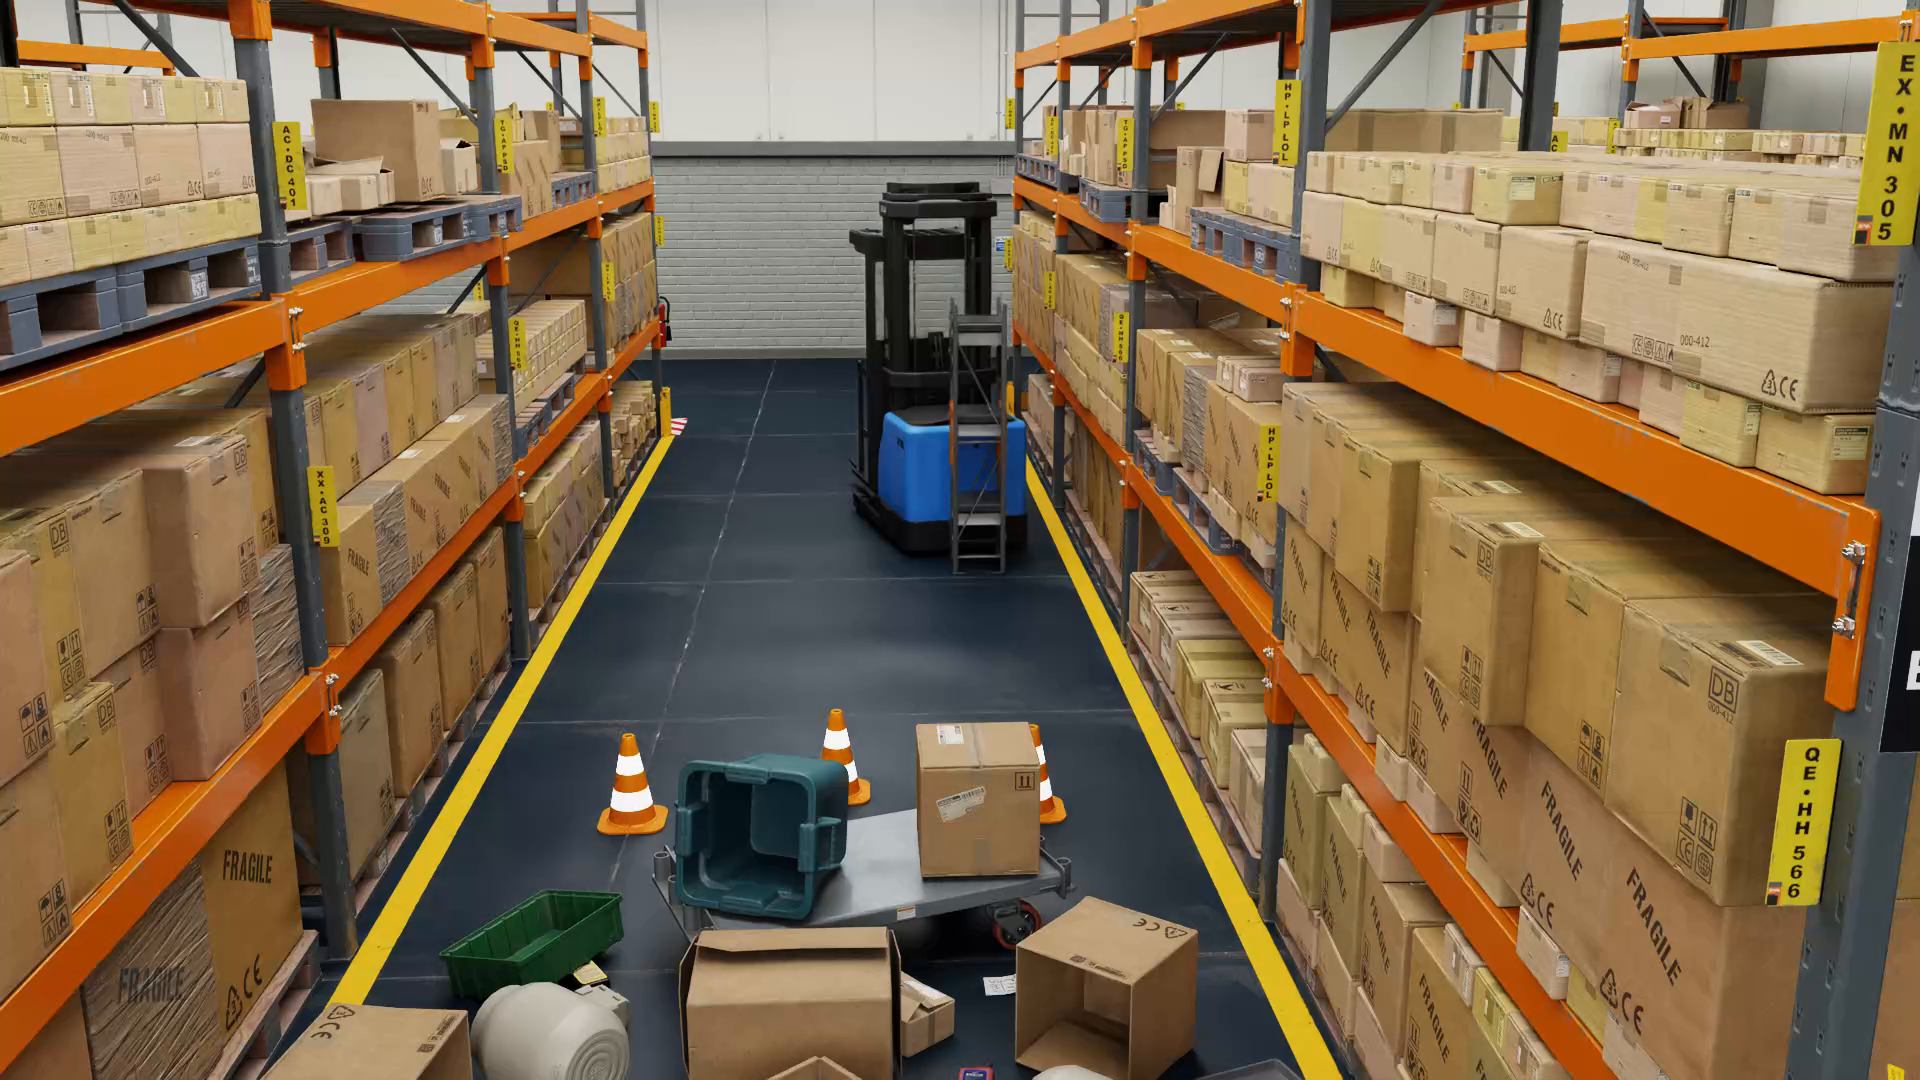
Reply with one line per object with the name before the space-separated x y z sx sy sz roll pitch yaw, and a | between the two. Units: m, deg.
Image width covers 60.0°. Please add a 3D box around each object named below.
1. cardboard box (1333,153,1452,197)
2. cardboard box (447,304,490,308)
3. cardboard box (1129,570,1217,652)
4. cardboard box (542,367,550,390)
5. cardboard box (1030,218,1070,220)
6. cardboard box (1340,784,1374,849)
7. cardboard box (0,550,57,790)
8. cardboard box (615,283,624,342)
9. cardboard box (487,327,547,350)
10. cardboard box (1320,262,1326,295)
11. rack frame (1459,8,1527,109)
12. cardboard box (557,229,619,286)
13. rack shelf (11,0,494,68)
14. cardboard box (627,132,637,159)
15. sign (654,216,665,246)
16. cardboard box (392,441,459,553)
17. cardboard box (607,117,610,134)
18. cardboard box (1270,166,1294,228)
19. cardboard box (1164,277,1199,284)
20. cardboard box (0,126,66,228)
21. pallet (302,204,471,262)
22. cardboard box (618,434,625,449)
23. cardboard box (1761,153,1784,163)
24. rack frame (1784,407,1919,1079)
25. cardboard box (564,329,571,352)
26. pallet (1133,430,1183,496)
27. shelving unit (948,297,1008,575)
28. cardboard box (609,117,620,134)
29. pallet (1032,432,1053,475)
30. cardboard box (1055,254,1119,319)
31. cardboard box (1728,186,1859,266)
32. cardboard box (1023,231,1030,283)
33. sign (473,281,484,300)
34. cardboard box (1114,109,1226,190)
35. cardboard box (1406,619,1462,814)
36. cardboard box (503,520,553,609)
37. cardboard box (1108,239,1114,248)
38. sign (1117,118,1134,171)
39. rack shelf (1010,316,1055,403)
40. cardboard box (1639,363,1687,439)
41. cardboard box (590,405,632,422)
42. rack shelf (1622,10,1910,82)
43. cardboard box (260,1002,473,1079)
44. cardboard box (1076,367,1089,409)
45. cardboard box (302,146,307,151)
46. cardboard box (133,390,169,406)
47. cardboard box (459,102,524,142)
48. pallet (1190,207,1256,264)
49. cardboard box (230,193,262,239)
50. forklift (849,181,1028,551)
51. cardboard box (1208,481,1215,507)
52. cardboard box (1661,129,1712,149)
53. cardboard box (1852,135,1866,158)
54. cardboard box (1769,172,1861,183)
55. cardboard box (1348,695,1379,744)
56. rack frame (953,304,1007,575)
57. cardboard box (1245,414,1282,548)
cardboard box | 1.585 -1.336 6.085 0.380 0.149 0.250 0 14 -2
cardboard box | -3.995 -1.850 13.666 0.380 0.149 0.250 0 14 -2
cardboard box | 1.623 0.448 10.695 0.950 0.372 0.625 -2 15 -7
cardboard box | -3.247 -1.186 12.277 0.380 0.149 0.250 -1 14 -3
cardboard box | 0.914 -3.183 16.867 0.380 0.149 0.250 -1 14 -3
cardboard box | 1.595 0.995 6.009 0.380 0.149 0.250 0 14 -1
cardboard box | -2.850 0.364 4.122 0.875 0.550 0.550 -1 14 -3
cardboard box | -3.401 -2.097 15.361 0.500 0.500 0.500 -1 14 -3
cardboard box | -3.254 -1.475 12.205 0.380 0.149 0.250 0 14 -2
cardboard box | 1.618 -1.016 6.438 0.380 0.149 0.250 -1 14 -4
rack frame | 6.056 -5.734 18.253 1.000 3.000 0.127 -1 14 -3
cardboard box | -3.416 -2.576 15.215 0.500 0.500 0.500 -1 14 -5
rack shelf | -3.212 -2.526 8.031 1.077 0.370 4.000 -1 14 -3
cardboard box | -3.487 -3.907 16.468 0.500 0.250 0.500 -1 14 -3
sign | -3.277 -3.367 18.135 0.100 0.325 0.005 -1 14 -3
cardboard box | -2.944 -0.225 8.680 0.500 0.500 0.500 -1 14 -3
cardboard box | -3.423 -3.805 15.274 0.380 0.149 0.250 -1 14 -5
cardboard box | 1.665 -1.493 7.249 0.500 0.250 0.500 -1 14 -5
cardboard box | 1.755 -1.673 12.301 0.500 0.500 0.500 0 14 -2
cardboard box | -2.709 -0.947 4.327 0.500 0.250 0.500 -1 14 -4
pallet | -3.171 -1.584 8.522 1.003 0.211 1.213 0 14 -1
cardboard box | -3.451 -0.974 16.075 0.380 0.149 0.250 0 14 -1
cardboard box | 6.236 -2.817 12.437 0.380 0.149 0.250 0 14 -2
rack frame | 2.094 1.228 3.234 1.000 3.000 0.127 -1 14 -3
cardboard box | -3.311 -1.590 13.249 0.380 0.149 0.250 -1 14 -5
pallet | 1.749 -0.493 10.308 1.213 0.211 1.003 -1 14 -3
shelving unit | 0.135 -0.811 12.964 0.431 2.100 0.503 -1 14 -3
cardboard box | -3.394 -3.874 15.540 0.380 0.149 0.250 0 14 -1
pallet | 1.303 -0.900 17.102 1.003 0.211 1.213 -1 14 -3
cardboard box | 1.091 -2.175 14.253 0.500 0.500 0.500 -1 14 -3
cardboard box | 1.801 -0.633 3.353 0.380 0.149 0.250 -1 14 -2
cardboard box | 0.927 -2.904 17.085 0.500 0.500 0.500 -1 14 -4
sign | -4.125 -2.064 14.291 0.100 0.325 0.005 -1 14 -3
cardboard box | 1.424 -2.559 10.883 0.797 0.503 0.637 -2 15 -7
cardboard box | 1.719 0.529 5.152 0.500 0.500 0.500 -1 14 -3
cardboard box | -3.125 0.167 11.530 0.500 0.500 0.500 -2 15 -6
cardboard box | 1.558 -2.749 15.183 0.380 0.149 0.250 -1 14 -3
sign | 1.044 -2.496 10.493 0.100 0.325 0.005 -1 14 -3
rack shelf | 1.226 -1.905 16.856 1.077 0.370 4.000 -1 14 -3
cardboard box | 1.762 -0.315 3.717 0.380 0.149 0.250 0 14 -2
cardboard box | -3.470 -1.244 16.525 0.380 0.149 0.250 -1 14 -3
rack shelf | 6.428 -3.700 12.593 1.077 0.370 4.000 -1 14 -3
cardboard box | -1.968 1.914 5.578 0.500 0.500 0.500 2 15 6
cardboard box | 1.185 -1.189 12.930 0.500 0.250 0.500 -1 14 -4
cardboard box | -3.416 -1.759 7.959 0.500 0.311 0.500 -1 14 -5
cardboard box | -8.613 -1.388 16.824 0.875 0.875 0.875 -1 14 -3
cardboard box | -3.173 -2.828 11.240 0.396 0.266 0.258 -1 14 -3
pallet | 1.847 -1.542 8.355 1.213 0.211 1.003 -1 14 -3
cardboard box | -2.747 -1.162 5.965 0.380 0.149 0.250 -1 14 -4
forklift | -0.335 -1.652 14.565 1.130 2.935 3.031 -4 15 -15
cardboard box | 1.490 -0.226 8.547 0.380 0.149 0.250 -1 14 -3
cardboard box | 5.988 -3.287 13.627 0.380 0.149 0.250 -1 14 -4
cardboard box | 6.235 -2.637 11.141 0.380 0.149 0.250 0 14 -2
cardboard box | 2.238 -0.830 4.117 0.380 0.149 0.250 -1 14 -4
cardboard box | 1.640 0.628 6.071 0.380 0.149 0.250 0 14 -2
rack frame | 0.150 -0.750 12.728 0.400 2.100 0.015 -1 14 -3
cardboard box | 1.588 -0.274 7.431 0.500 0.500 0.500 -1 14 -4
